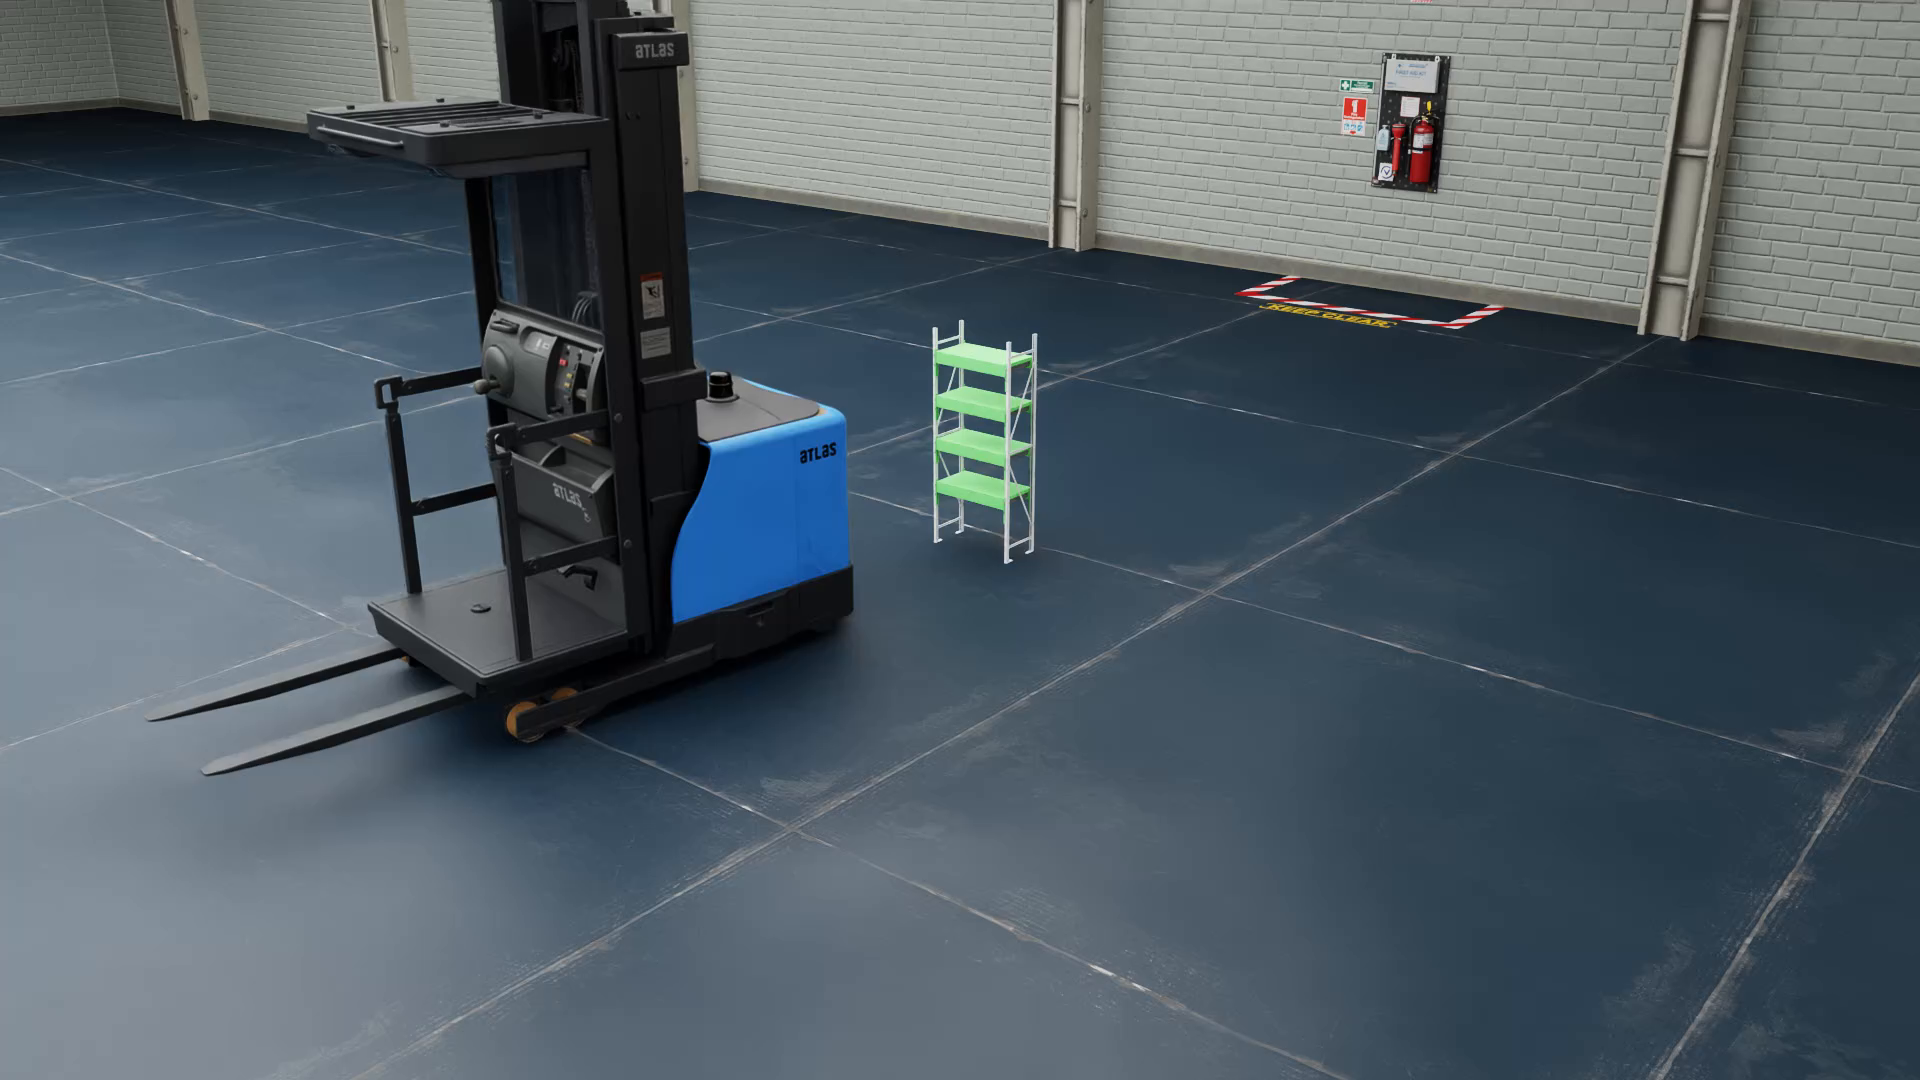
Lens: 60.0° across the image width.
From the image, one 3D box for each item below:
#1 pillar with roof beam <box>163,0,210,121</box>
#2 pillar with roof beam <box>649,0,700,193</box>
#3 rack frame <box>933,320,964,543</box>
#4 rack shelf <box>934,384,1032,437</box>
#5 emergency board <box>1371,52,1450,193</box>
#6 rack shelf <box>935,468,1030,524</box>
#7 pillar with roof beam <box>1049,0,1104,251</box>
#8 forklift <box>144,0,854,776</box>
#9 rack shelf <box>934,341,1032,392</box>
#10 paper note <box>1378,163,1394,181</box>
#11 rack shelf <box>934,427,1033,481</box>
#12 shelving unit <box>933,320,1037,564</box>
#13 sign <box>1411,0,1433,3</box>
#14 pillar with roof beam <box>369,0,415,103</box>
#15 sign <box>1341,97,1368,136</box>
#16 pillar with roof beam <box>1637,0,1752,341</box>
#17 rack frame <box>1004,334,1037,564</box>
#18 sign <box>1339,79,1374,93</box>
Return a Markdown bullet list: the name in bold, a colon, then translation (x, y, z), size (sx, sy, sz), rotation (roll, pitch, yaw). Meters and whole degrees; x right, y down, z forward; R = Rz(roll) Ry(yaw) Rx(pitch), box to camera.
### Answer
- **pillar with roof beam**: translation (-15.503, -10.081, 23.147), size (0.400, 9.000, 9.100), rotation (16, 26, 36)
- **pillar with roof beam**: translation (-6.206, -7.404, 16.047), size (0.400, 9.000, 9.100), rotation (16, 26, 36)
- **rack frame**: translation (-0.061, -0.579, 9.003), size (0.015, 1.200, 0.240), rotation (16, 26, 36)
- **rack shelf**: translation (0.128, -0.689, 8.796), size (0.480, 0.148, 0.258), rotation (16, 26, 36)
- **emergency board**: translation (3.922, -3.658, 14.617), size (0.643, 1.169, 0.194), rotation (16, 26, 36)
- **rack shelf**: translation (0.128, -0.240, 8.966), size (0.480, 0.148, 0.258), rotation (16, 26, 36)
- **pillar with roof beam**: translation (-1.558, -6.065, 12.498), size (0.400, 9.000, 9.100), rotation (16, 26, 36)
- **forklift**: translation (-1.936, -0.735, 6.962), size (3.031, 2.935, 1.130), rotation (-18, 27, -40)
- **rack shelf**: translation (0.128, -0.914, 8.712), size (0.480, 0.148, 0.258), rotation (16, 26, 36)
- **paper note**: translation (3.829, -3.304, 14.927), size (0.142, 0.148, 0.016), rotation (16, 26, 36)
- **rack shelf**: translation (0.128, -0.465, 8.881), size (0.480, 0.148, 0.258), rotation (16, 26, 36)
- **shelving unit**: translation (0.128, -0.524, 8.859), size (0.503, 1.200, 0.258), rotation (16, 26, 36)
- **sign**: translation (3.979, -4.772, 14.285), size (0.199, 0.298, 0.001), rotation (16, 26, 36)
- **pillar with roof beam**: translation (-10.855, -8.742, 19.597), size (0.400, 9.000, 9.100), rotation (16, 26, 36)
- **sign**: translation (3.559, -3.826, 15.012), size (0.234, 0.329, 0.001), rotation (16, 26, 36)
- **pillar with roof beam**: translation (3.090, -4.726, 8.948), size (0.400, 9.000, 9.100), rotation (16, 26, 36)
- **rack frame**: translation (0.317, -0.470, 8.714), size (0.015, 1.200, 0.240), rotation (16, 26, 36)
- **sign**: translation (3.557, -4.071, 14.910), size (0.331, 0.109, 0.001), rotation (16, 26, 36)
